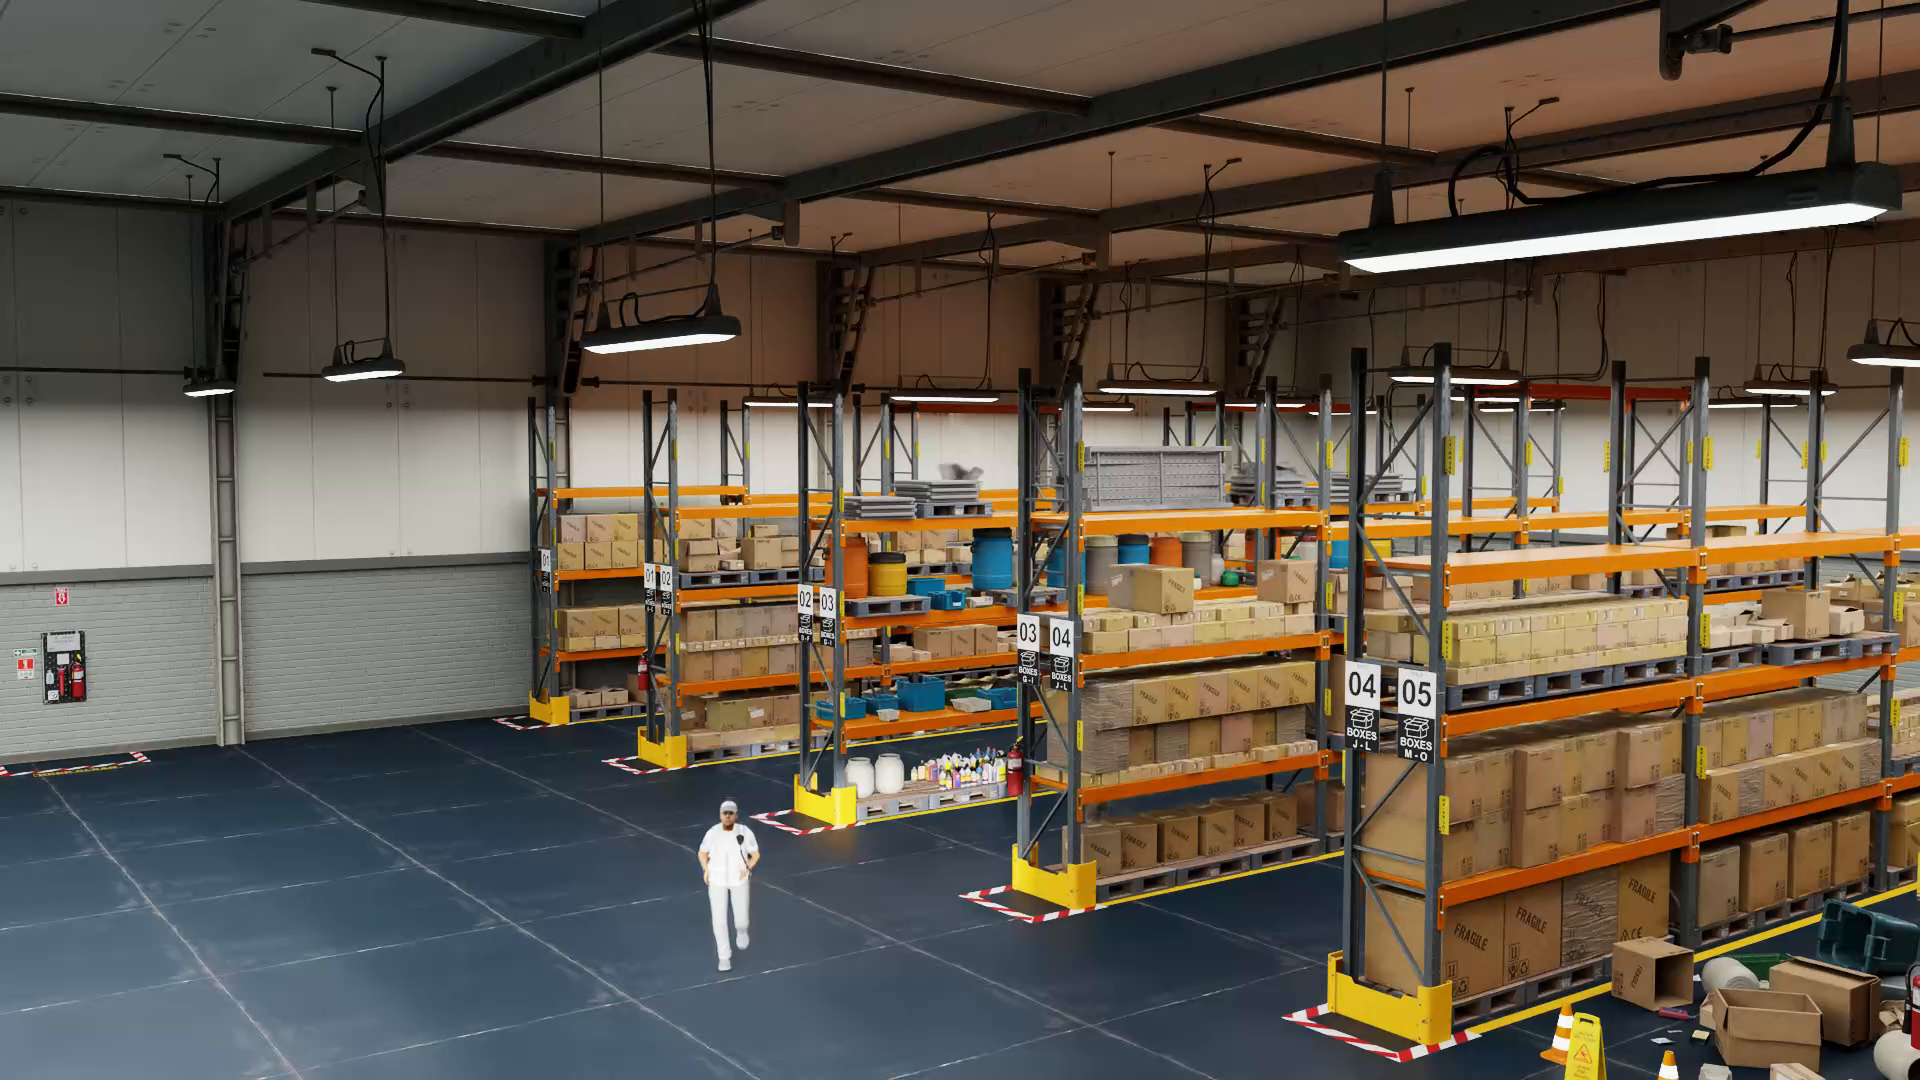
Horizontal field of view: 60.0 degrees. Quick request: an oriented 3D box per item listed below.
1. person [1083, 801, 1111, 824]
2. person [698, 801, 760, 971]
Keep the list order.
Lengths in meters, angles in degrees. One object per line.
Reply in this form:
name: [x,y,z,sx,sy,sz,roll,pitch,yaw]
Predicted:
person: [1.787,3.024,21.819,0.670,1.691,0.796,3,5,42]
person: [-2.291,3.381,16.446,0.611,1.618,0.632,0,3,-4]
